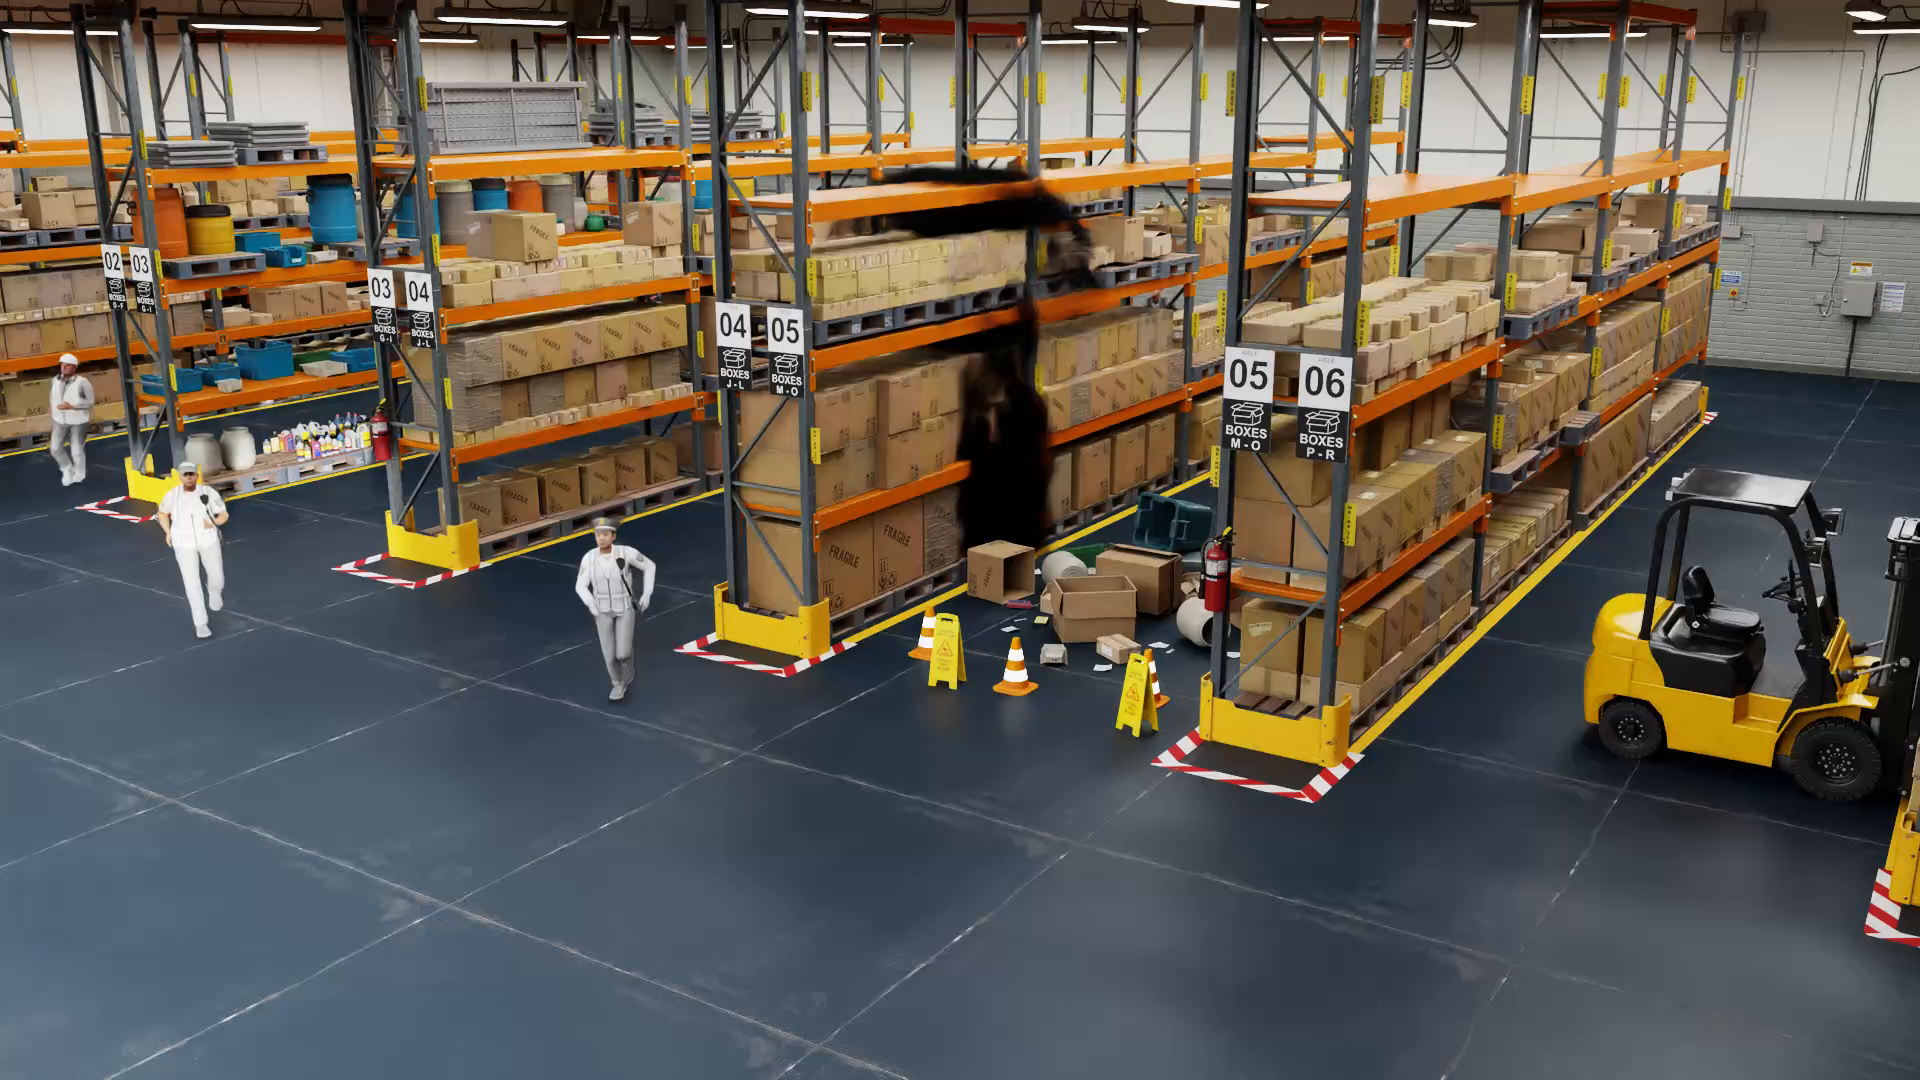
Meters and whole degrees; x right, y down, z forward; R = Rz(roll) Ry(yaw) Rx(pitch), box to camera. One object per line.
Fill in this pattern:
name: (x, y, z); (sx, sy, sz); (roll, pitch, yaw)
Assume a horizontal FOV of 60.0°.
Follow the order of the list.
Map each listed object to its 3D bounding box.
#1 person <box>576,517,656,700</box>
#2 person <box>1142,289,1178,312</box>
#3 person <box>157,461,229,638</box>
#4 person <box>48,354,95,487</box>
person: (-2.902, 0.598, 13.993); (0.638, 1.652, 0.631); (0, 16, 0)
person: (3.428, -3.615, 29.037); (0.678, 1.686, 0.630); (6, 17, 21)
person: (-7.335, 0.045, 15.983); (0.619, 1.639, 0.870); (-8, 17, -25)
person: (-11.485, -1.551, 21.550); (0.633, 1.748, 0.635); (-1, 16, -4)
